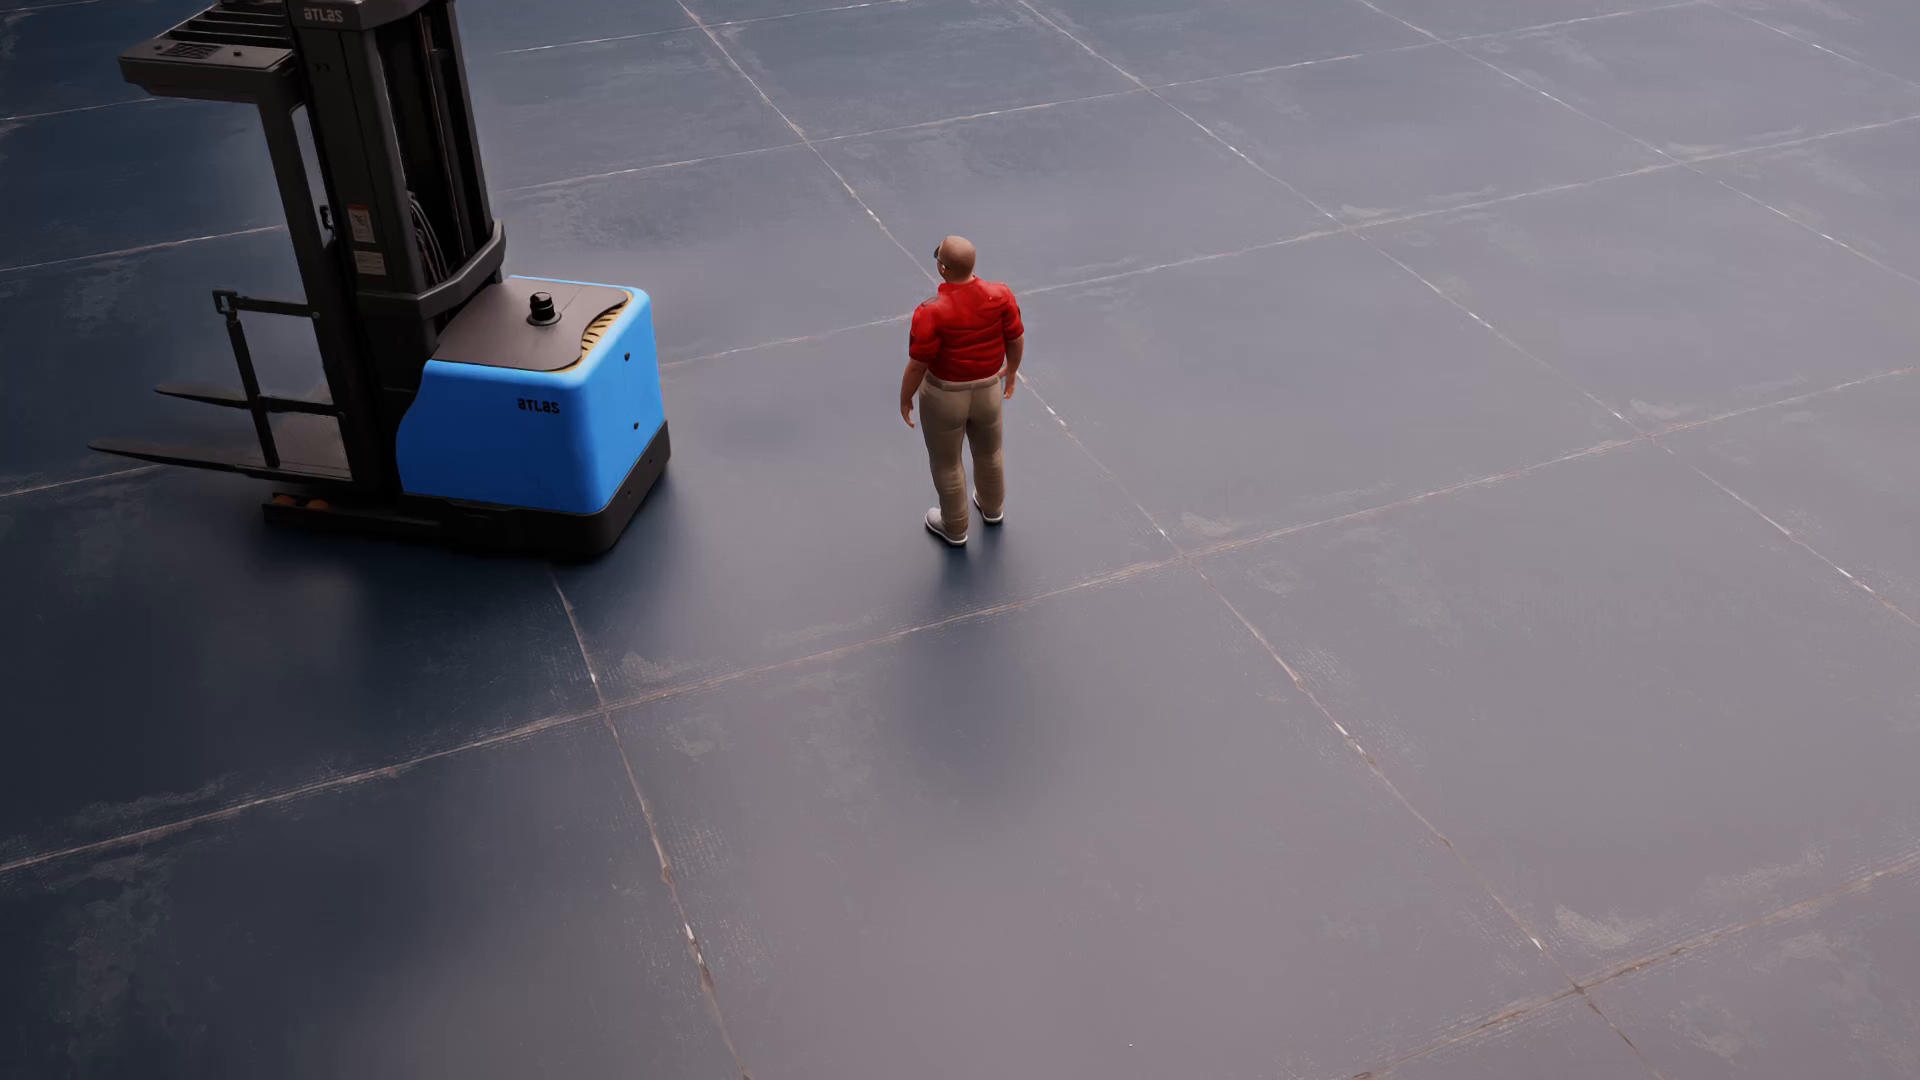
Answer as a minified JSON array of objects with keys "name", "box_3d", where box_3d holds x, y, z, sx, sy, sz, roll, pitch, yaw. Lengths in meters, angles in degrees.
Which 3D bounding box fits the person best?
[{"name":"person","box_3d":[-0.024,-0.761,8.194,0.640,1.727,0.551,-14,38,-19]}]

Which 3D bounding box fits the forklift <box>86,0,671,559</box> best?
[{"name":"forklift","box_3d":[-3.163,-1.530,8.250,3.031,2.935,1.130,7,36,10]}]
